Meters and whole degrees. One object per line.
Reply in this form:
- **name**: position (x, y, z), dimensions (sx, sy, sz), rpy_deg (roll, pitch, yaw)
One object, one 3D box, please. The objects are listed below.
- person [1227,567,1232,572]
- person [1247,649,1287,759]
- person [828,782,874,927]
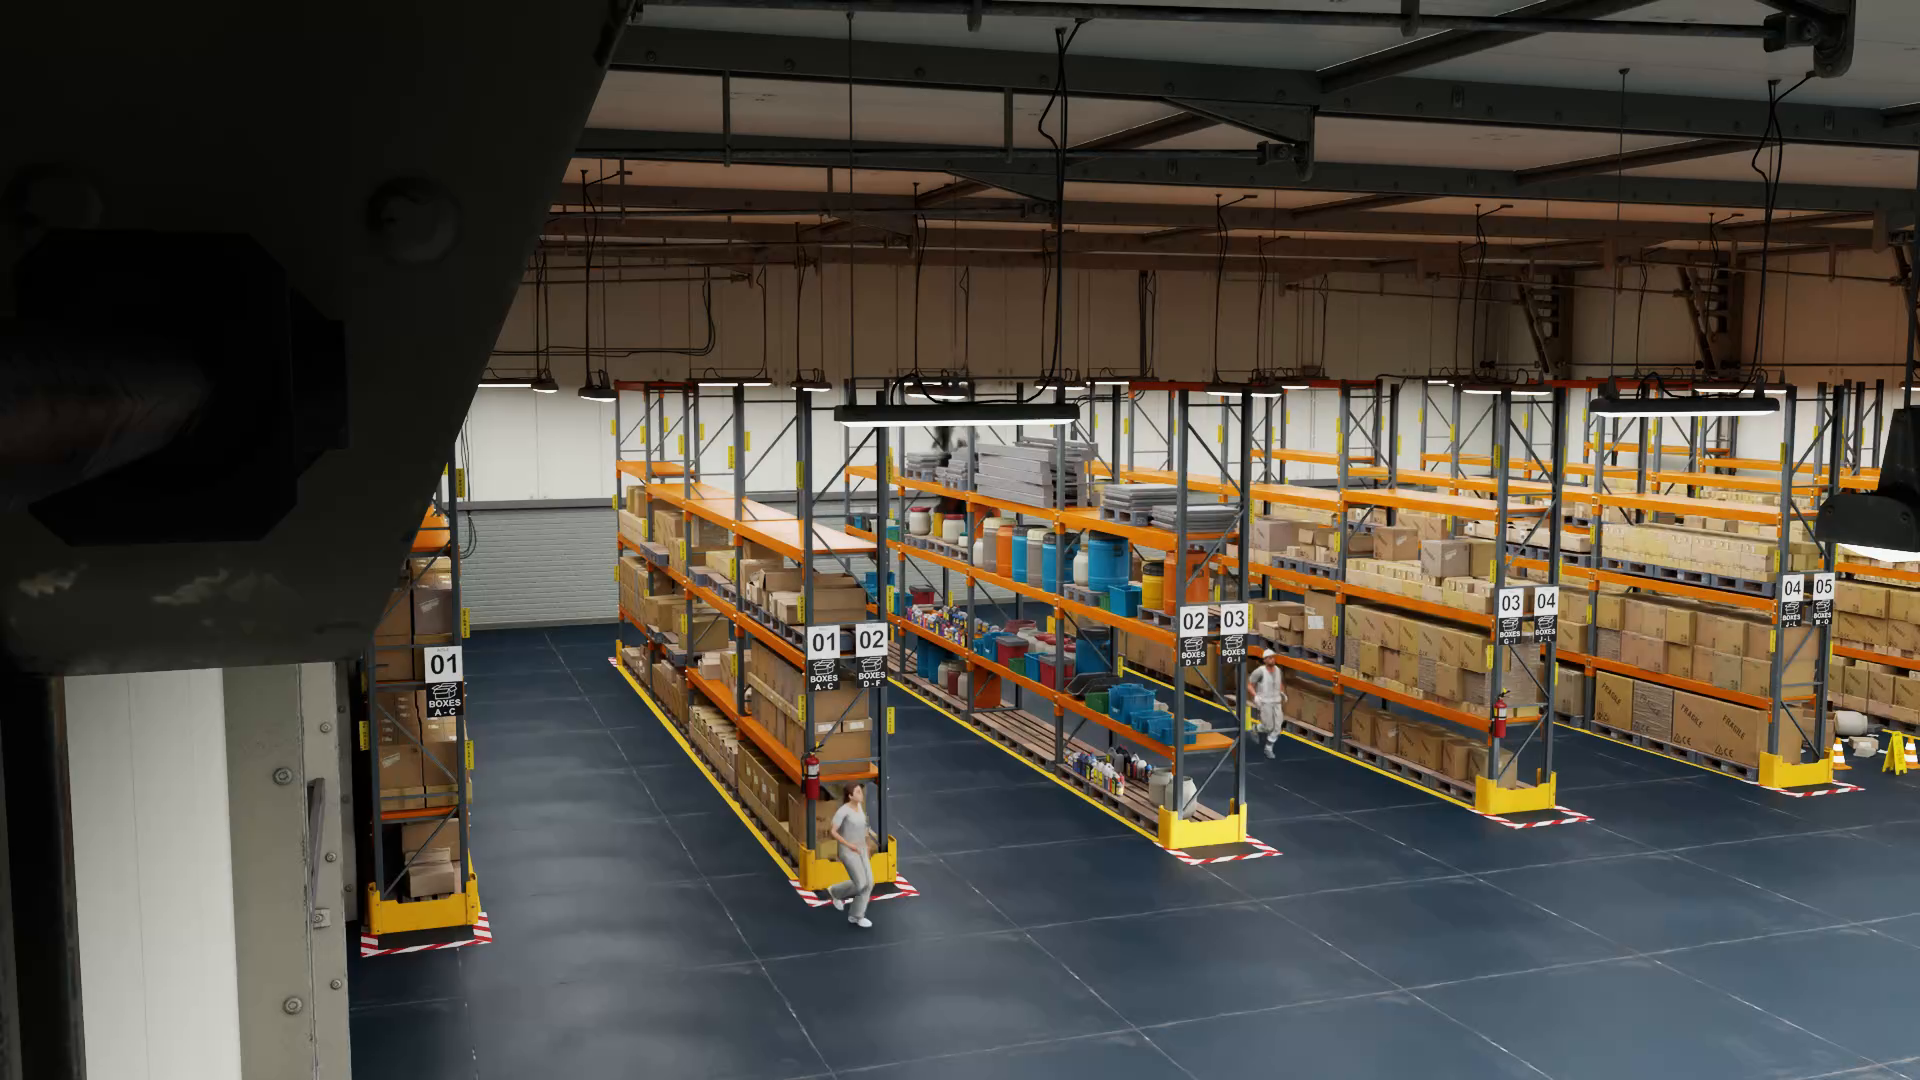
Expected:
- **person**: position (5.983, 1.491, 37.234), dimensions (0.653, 1.798, 0.903), rpy_deg (-2, 6, -21)
- **person**: position (4.981, 2.632, 26.965), dimensions (0.670, 1.752, 0.611), rpy_deg (-3, 7, -23)
- **person**: position (-1.244, 3.539, 18.858), dimensions (0.575, 1.640, 0.598), rpy_deg (4, 7, 34)
